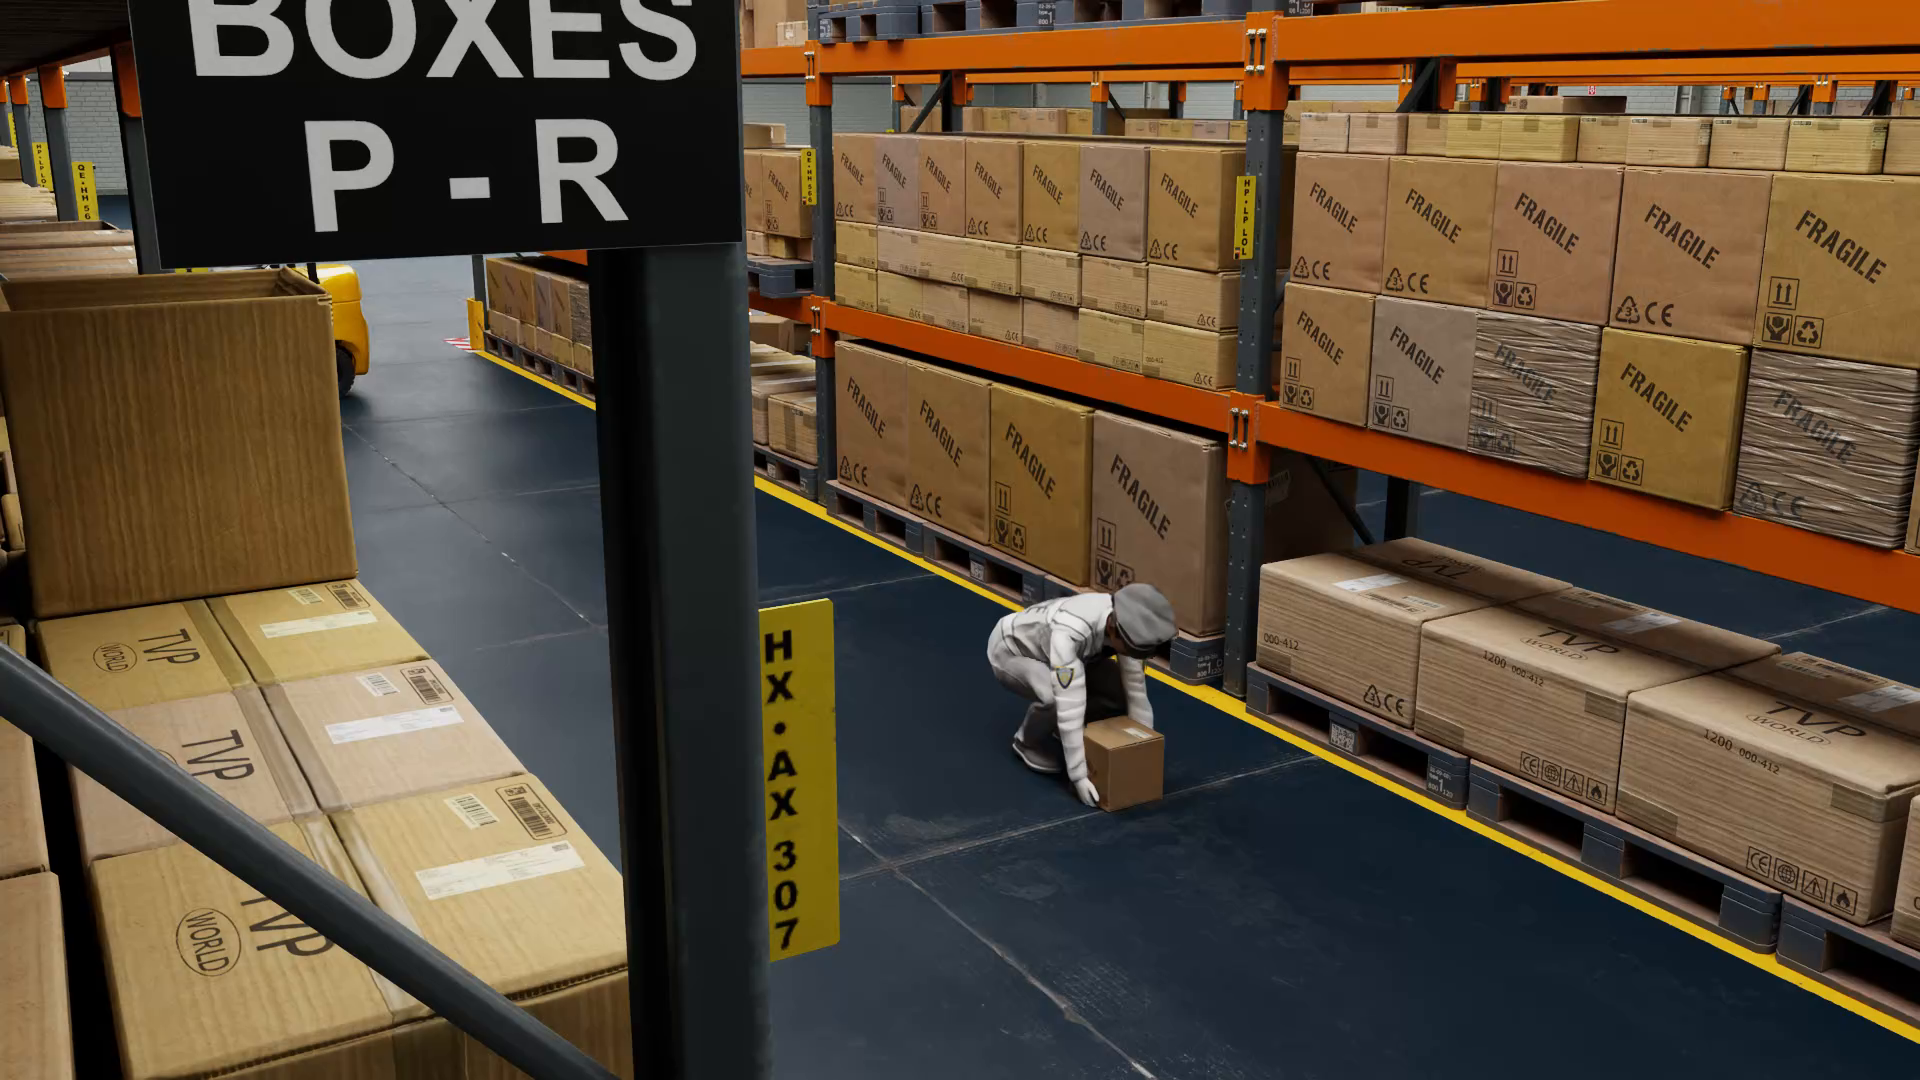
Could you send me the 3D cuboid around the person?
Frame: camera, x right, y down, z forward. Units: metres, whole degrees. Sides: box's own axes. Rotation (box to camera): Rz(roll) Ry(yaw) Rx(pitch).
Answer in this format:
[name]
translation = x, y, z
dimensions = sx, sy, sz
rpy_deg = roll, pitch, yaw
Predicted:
[person]
translation = 0.466, 0.518, 6.342
dimensions = 0.470, 0.852, 0.861
rpy_deg = -9, 17, -30
